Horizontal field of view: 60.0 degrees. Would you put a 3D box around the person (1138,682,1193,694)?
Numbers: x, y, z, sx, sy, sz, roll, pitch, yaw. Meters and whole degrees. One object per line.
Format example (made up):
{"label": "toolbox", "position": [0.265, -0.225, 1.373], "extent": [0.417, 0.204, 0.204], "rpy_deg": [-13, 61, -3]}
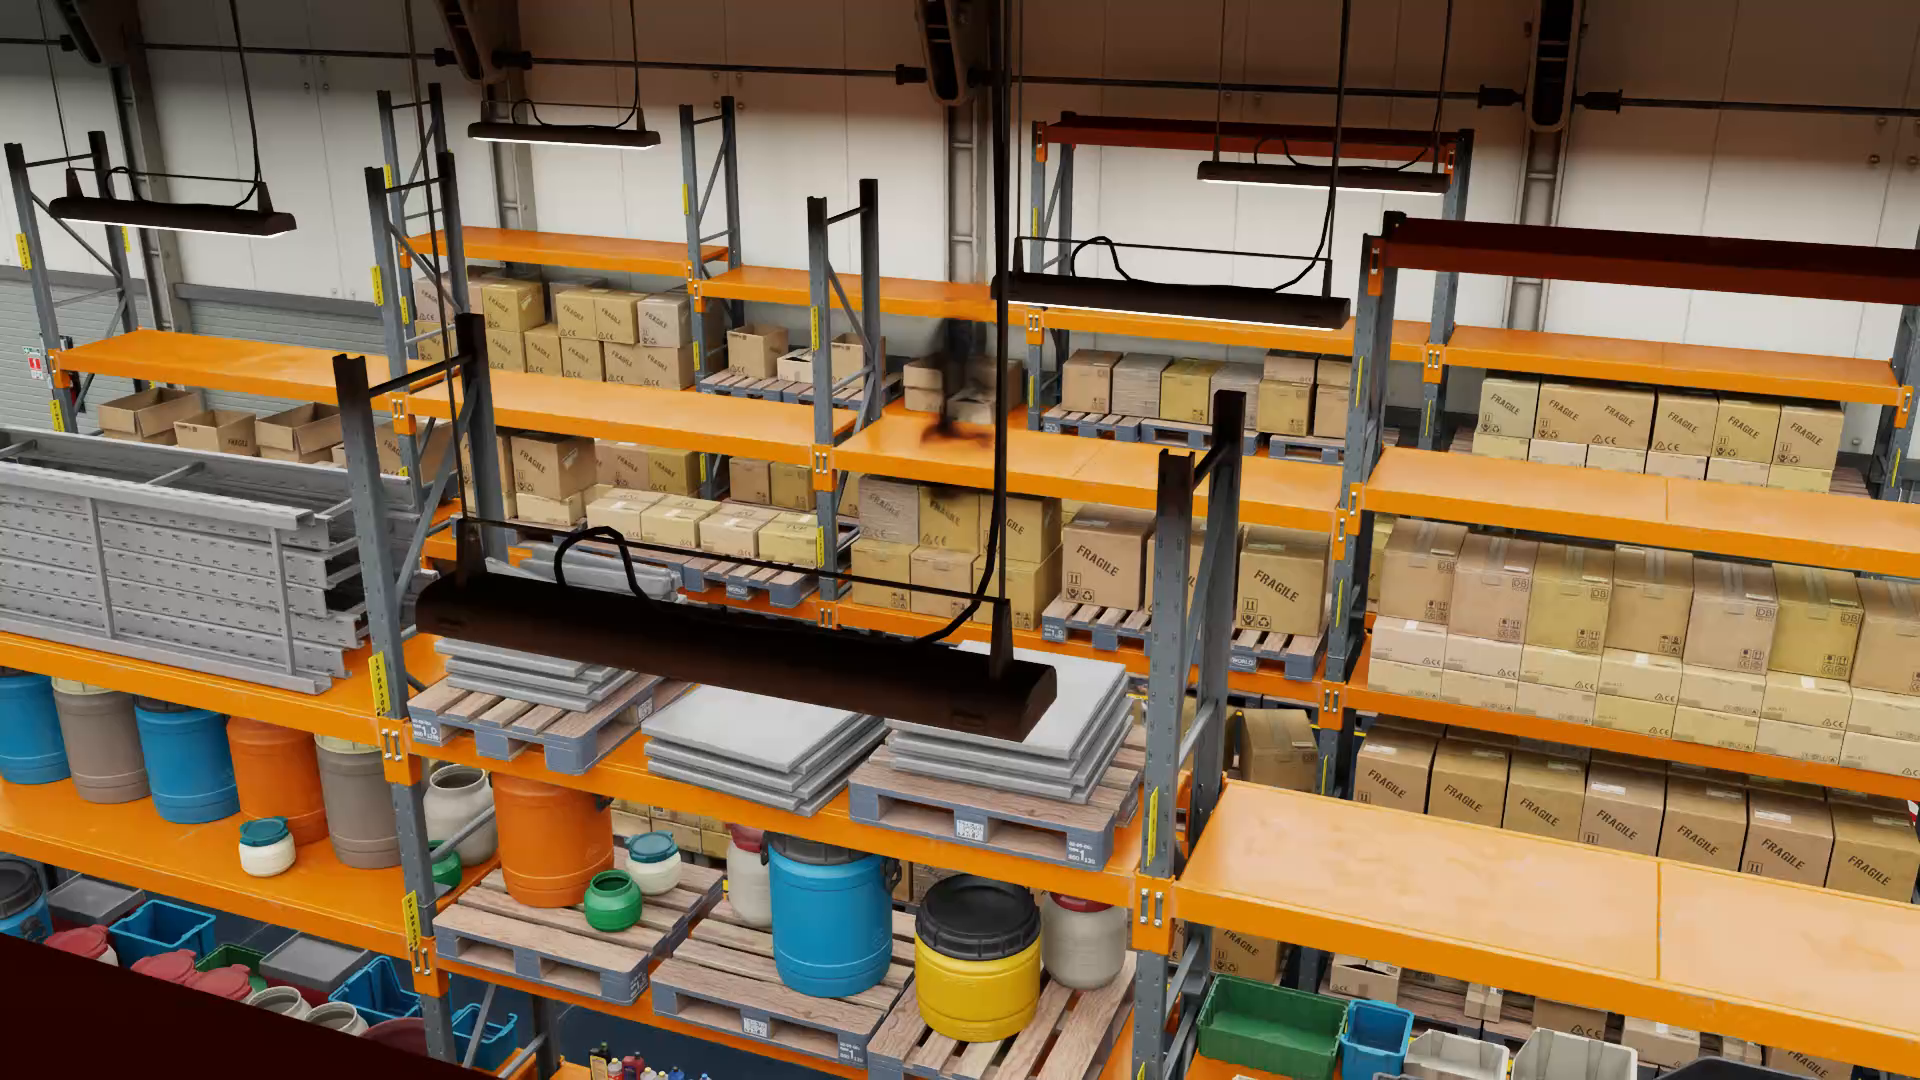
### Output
{"label": "person", "position": [2.009, 1.647, 15.816], "extent": [0.662, 1.592, 0.506], "rpy_deg": [2, 21, 4]}

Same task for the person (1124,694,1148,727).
{"label": "person", "position": [1.525, 1.998, 14.845], "extent": [0.870, 1.678, 0.624], "rpy_deg": [7, 22, 17]}
